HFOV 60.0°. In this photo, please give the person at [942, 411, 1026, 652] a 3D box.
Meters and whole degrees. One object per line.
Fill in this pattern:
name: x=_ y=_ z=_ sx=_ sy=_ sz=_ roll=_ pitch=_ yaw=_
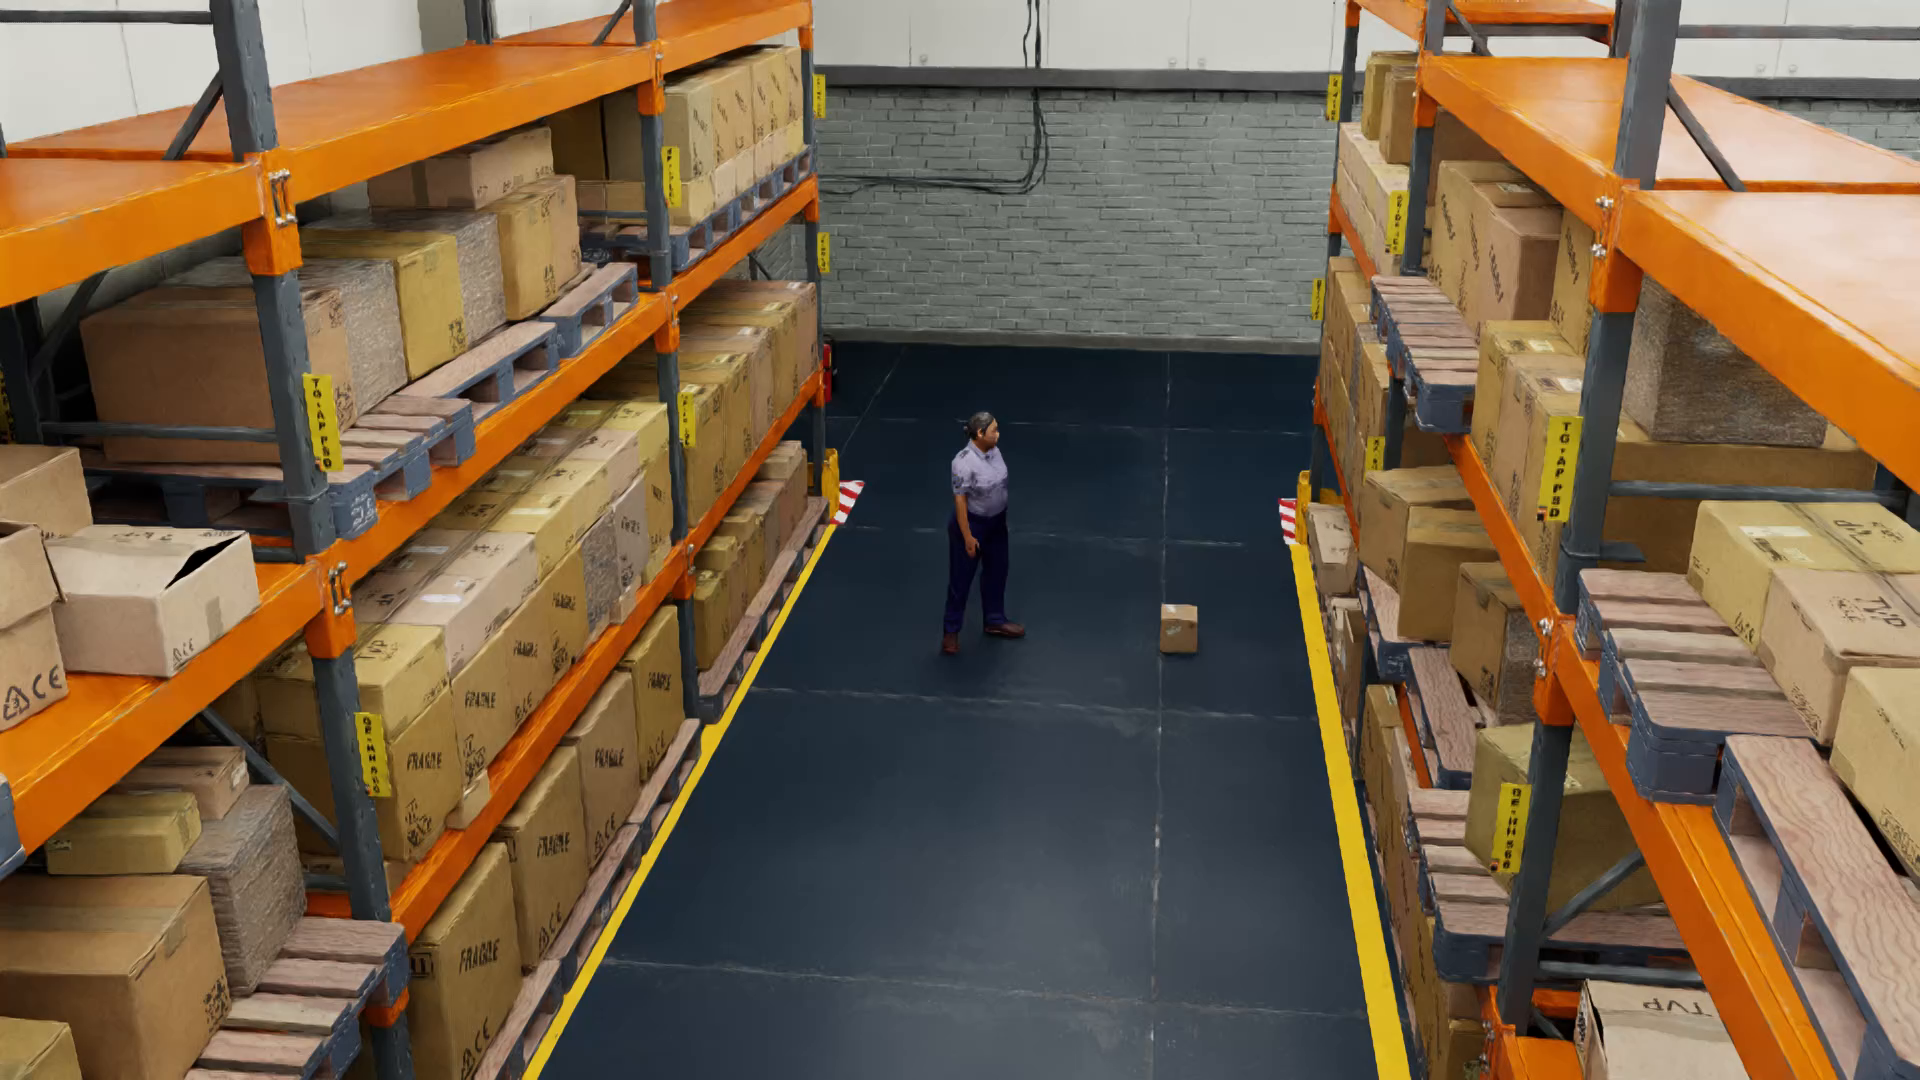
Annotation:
person: x=0.125 y=-0.070 z=11.254 sx=0.404 sy=1.643 sz=0.624 roll=17 pitch=27 yaw=37
